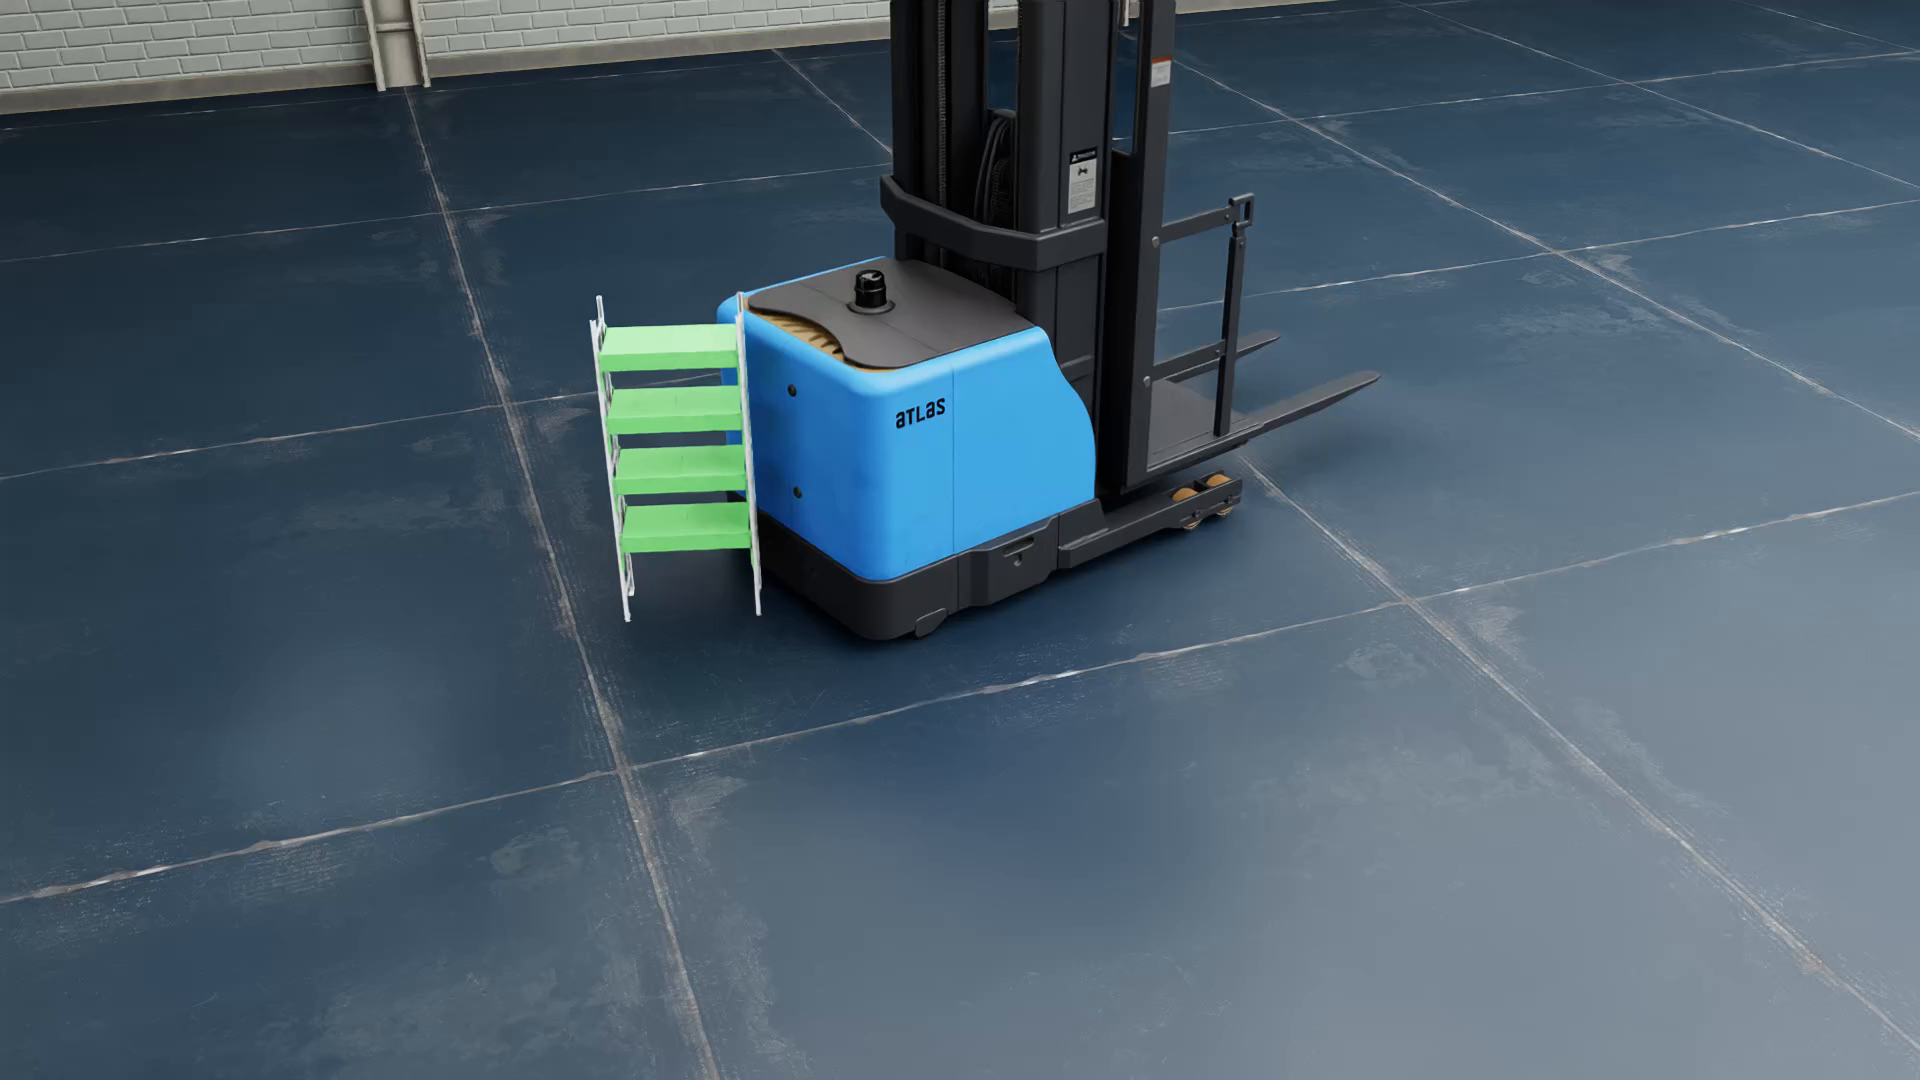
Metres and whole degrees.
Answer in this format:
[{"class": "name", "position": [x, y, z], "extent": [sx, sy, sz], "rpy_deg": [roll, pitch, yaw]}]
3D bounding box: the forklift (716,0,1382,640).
[{"class": "forklift", "position": [0.550, -1.501, 6.423], "extent": [3.031, 2.935, 1.130], "rpy_deg": [-22, 36, -33]}]

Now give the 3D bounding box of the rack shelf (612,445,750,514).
[{"class": "rack shelf", "position": [-1.010, -0.229, 6.069], "extent": [0.480, 0.148, 0.258], "rpy_deg": [-2, 30, -4]}]

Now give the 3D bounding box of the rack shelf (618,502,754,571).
[{"class": "rack shelf", "position": [-1.010, -0.021, 6.188], "extent": [0.480, 0.148, 0.258], "rpy_deg": [-2, 30, -4]}]

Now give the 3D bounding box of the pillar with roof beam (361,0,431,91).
[{"class": "pillar with roof beam", "position": [-2.857, -5.481, 7.280], "extent": [0.400, 9.000, 9.100], "rpy_deg": [-10, 31, -18]}]

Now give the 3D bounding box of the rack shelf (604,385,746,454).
[{"class": "rack shelf", "position": [-1.010, -0.438, 5.950], "extent": [0.480, 0.148, 0.258], "rpy_deg": [-2, 30, -4]}]

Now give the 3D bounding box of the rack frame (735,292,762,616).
[{"class": "rack frame", "position": [-0.767, -0.295, 6.056], "extent": [0.015, 1.200, 0.240], "rpy_deg": [-2, 30, -4]}]

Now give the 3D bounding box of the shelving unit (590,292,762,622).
[{"class": "shelving unit", "position": [-1.010, -0.285, 6.038], "extent": [0.503, 1.200, 0.258], "rpy_deg": [-2, 30, -4]}]

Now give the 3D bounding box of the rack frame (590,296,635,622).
[{"class": "rack frame", "position": [-1.253, -0.274, 6.019], "extent": [0.015, 1.200, 0.240], "rpy_deg": [-2, 30, -4]}]

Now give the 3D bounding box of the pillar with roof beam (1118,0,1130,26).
[{"class": "pillar with roof beam", "position": [2.767, -6.517, 9.098], "extent": [0.400, 9.000, 9.100], "rpy_deg": [-10, 31, -18]}]

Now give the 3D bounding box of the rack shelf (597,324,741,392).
[{"class": "rack shelf", "position": [-1.010, -0.646, 5.832], "extent": [0.480, 0.148, 0.258], "rpy_deg": [-2, 30, -4]}]
